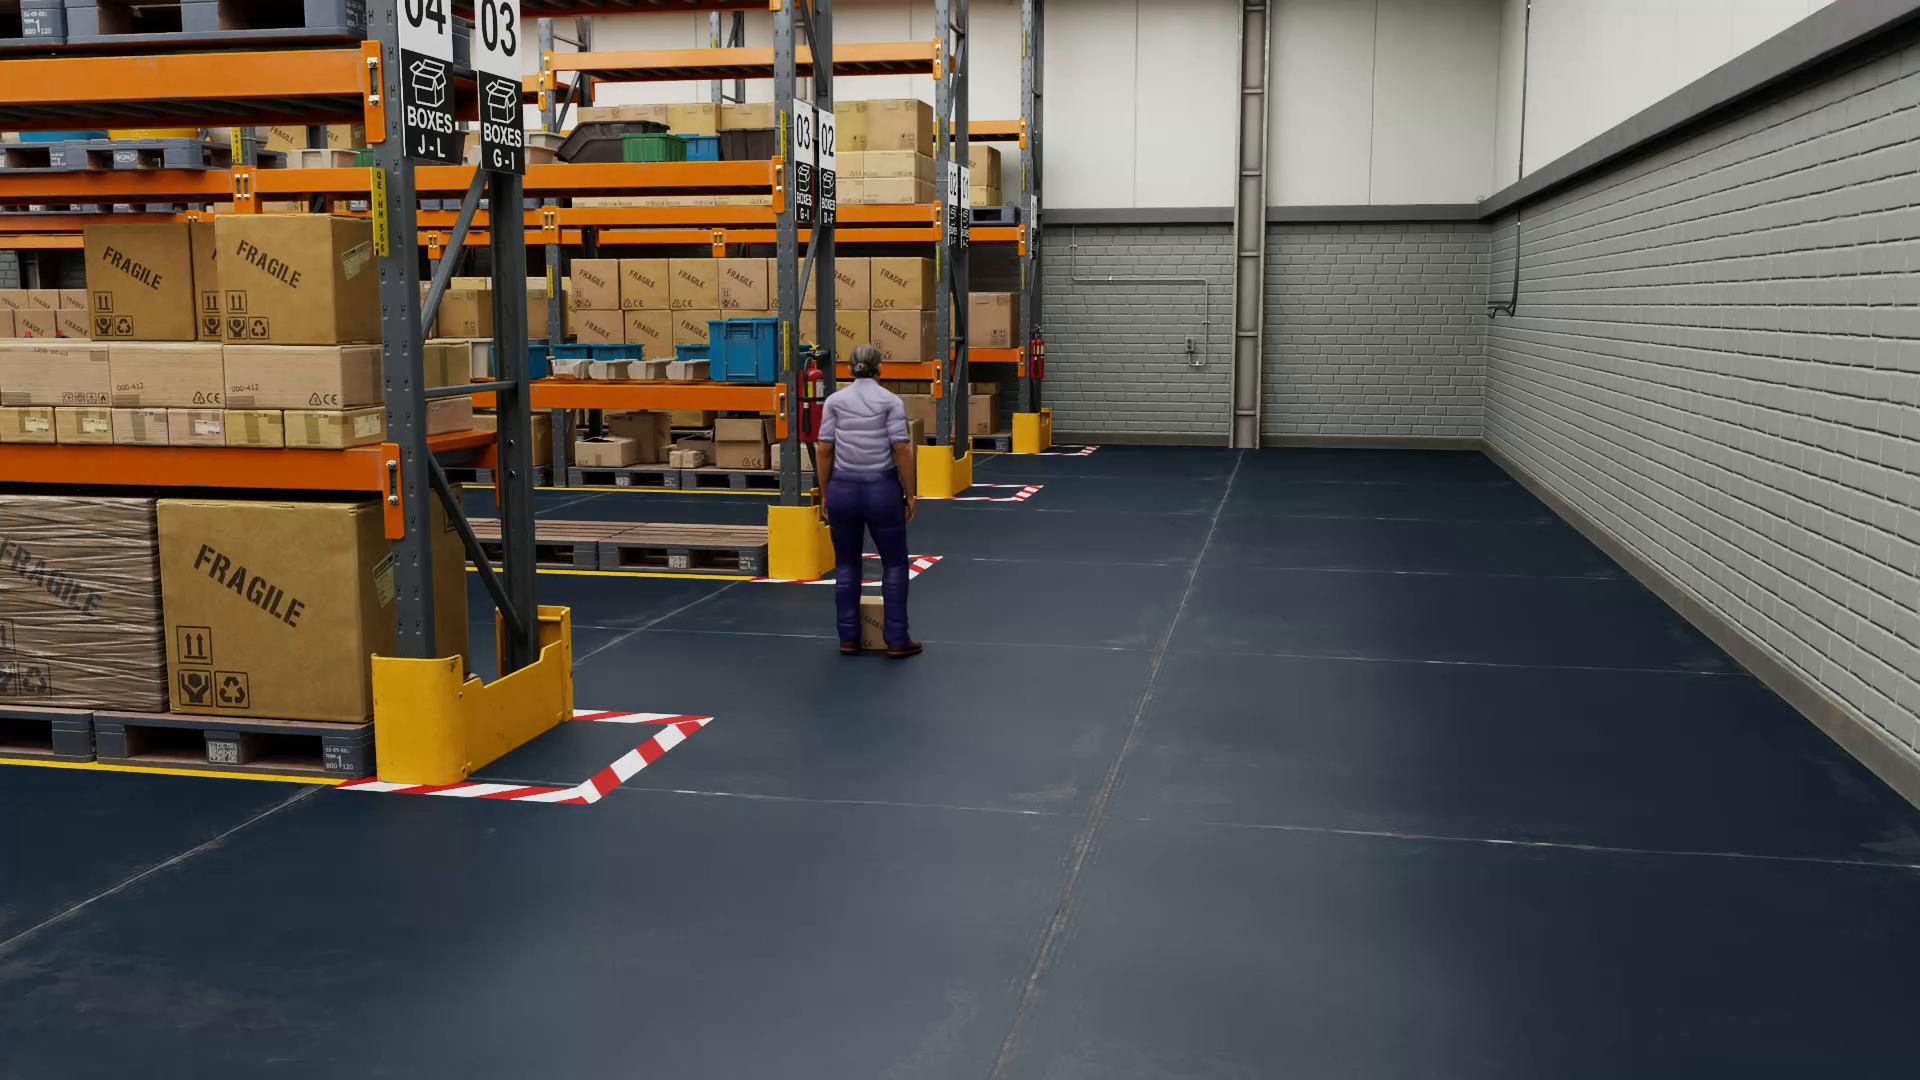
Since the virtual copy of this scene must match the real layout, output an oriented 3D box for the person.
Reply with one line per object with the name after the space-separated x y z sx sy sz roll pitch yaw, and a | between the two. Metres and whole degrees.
-0.481 -0.212 8.843 0.538 1.652 0.380 2 8 12 | person
